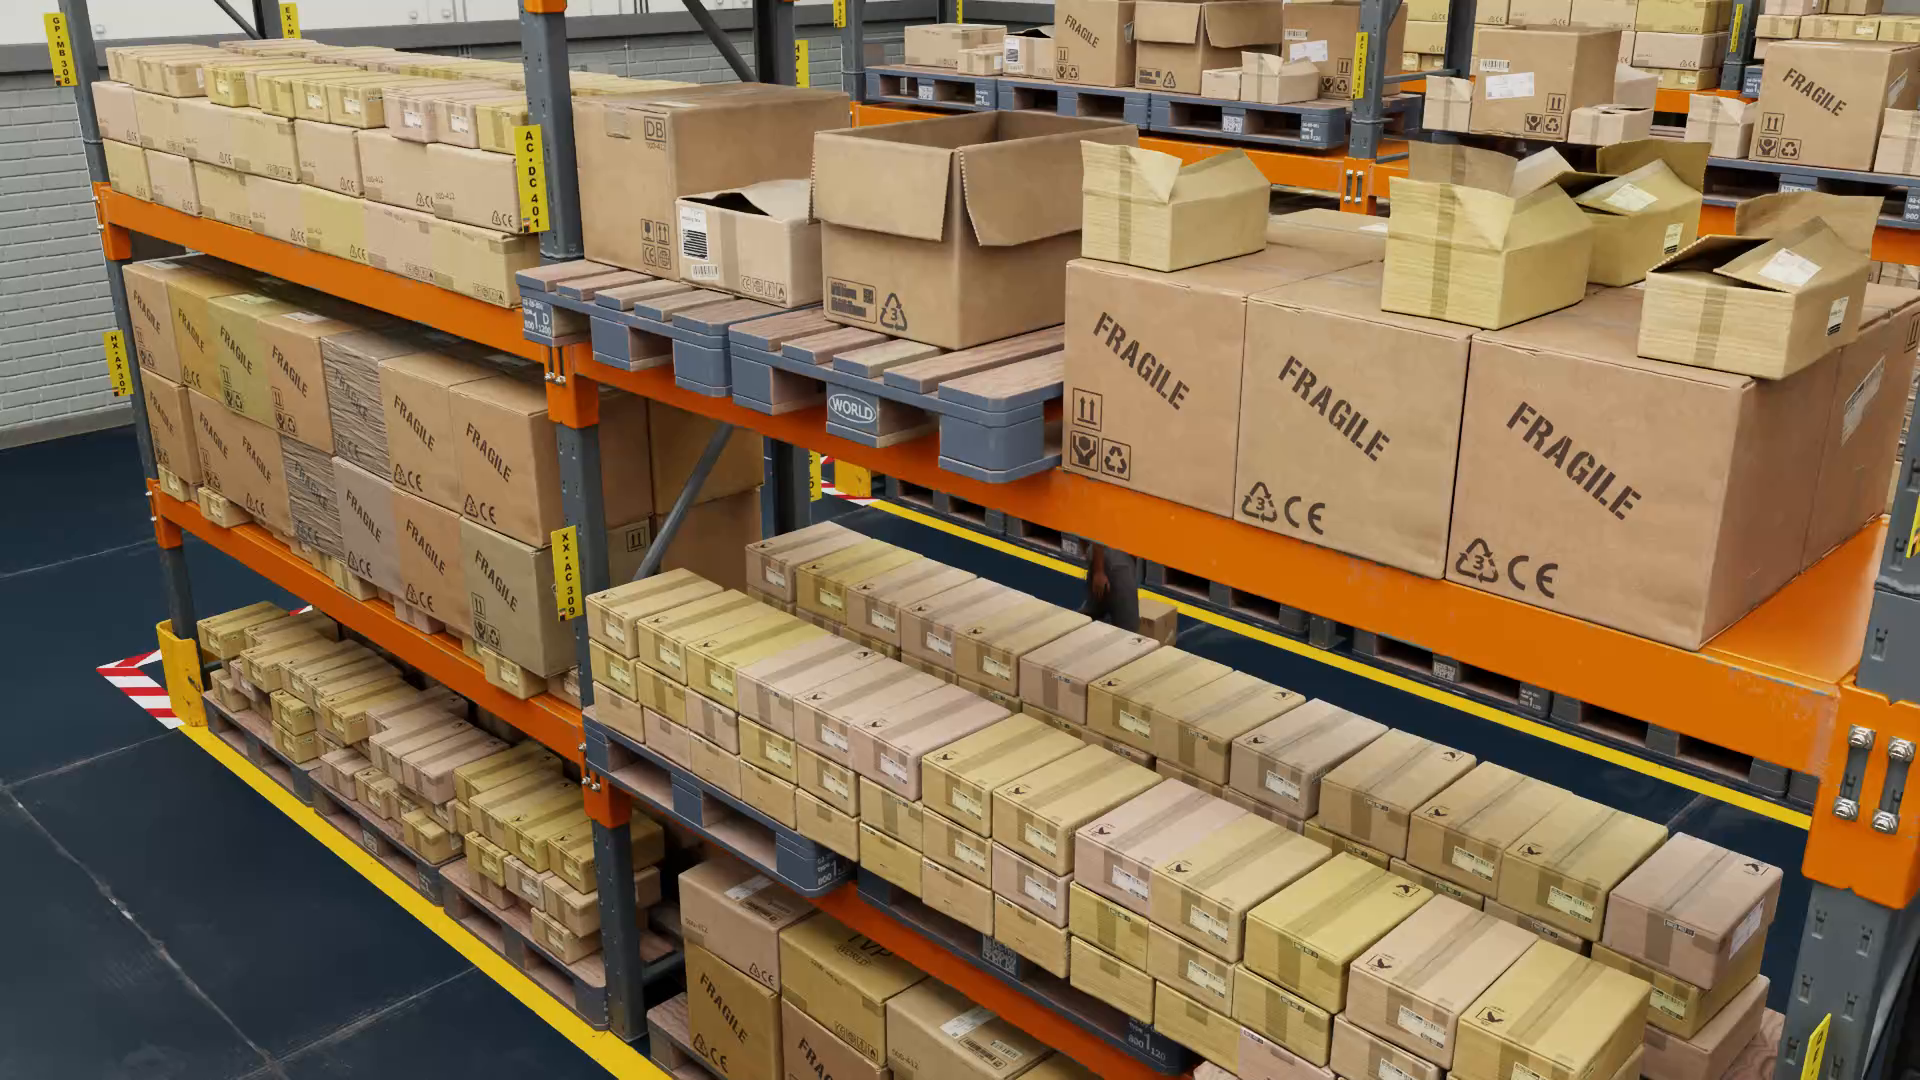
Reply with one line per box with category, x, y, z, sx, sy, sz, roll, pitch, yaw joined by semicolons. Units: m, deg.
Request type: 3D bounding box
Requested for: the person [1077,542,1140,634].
person;0.773;0.077;8.897;0.577;1.647;0.526;6;21;15
